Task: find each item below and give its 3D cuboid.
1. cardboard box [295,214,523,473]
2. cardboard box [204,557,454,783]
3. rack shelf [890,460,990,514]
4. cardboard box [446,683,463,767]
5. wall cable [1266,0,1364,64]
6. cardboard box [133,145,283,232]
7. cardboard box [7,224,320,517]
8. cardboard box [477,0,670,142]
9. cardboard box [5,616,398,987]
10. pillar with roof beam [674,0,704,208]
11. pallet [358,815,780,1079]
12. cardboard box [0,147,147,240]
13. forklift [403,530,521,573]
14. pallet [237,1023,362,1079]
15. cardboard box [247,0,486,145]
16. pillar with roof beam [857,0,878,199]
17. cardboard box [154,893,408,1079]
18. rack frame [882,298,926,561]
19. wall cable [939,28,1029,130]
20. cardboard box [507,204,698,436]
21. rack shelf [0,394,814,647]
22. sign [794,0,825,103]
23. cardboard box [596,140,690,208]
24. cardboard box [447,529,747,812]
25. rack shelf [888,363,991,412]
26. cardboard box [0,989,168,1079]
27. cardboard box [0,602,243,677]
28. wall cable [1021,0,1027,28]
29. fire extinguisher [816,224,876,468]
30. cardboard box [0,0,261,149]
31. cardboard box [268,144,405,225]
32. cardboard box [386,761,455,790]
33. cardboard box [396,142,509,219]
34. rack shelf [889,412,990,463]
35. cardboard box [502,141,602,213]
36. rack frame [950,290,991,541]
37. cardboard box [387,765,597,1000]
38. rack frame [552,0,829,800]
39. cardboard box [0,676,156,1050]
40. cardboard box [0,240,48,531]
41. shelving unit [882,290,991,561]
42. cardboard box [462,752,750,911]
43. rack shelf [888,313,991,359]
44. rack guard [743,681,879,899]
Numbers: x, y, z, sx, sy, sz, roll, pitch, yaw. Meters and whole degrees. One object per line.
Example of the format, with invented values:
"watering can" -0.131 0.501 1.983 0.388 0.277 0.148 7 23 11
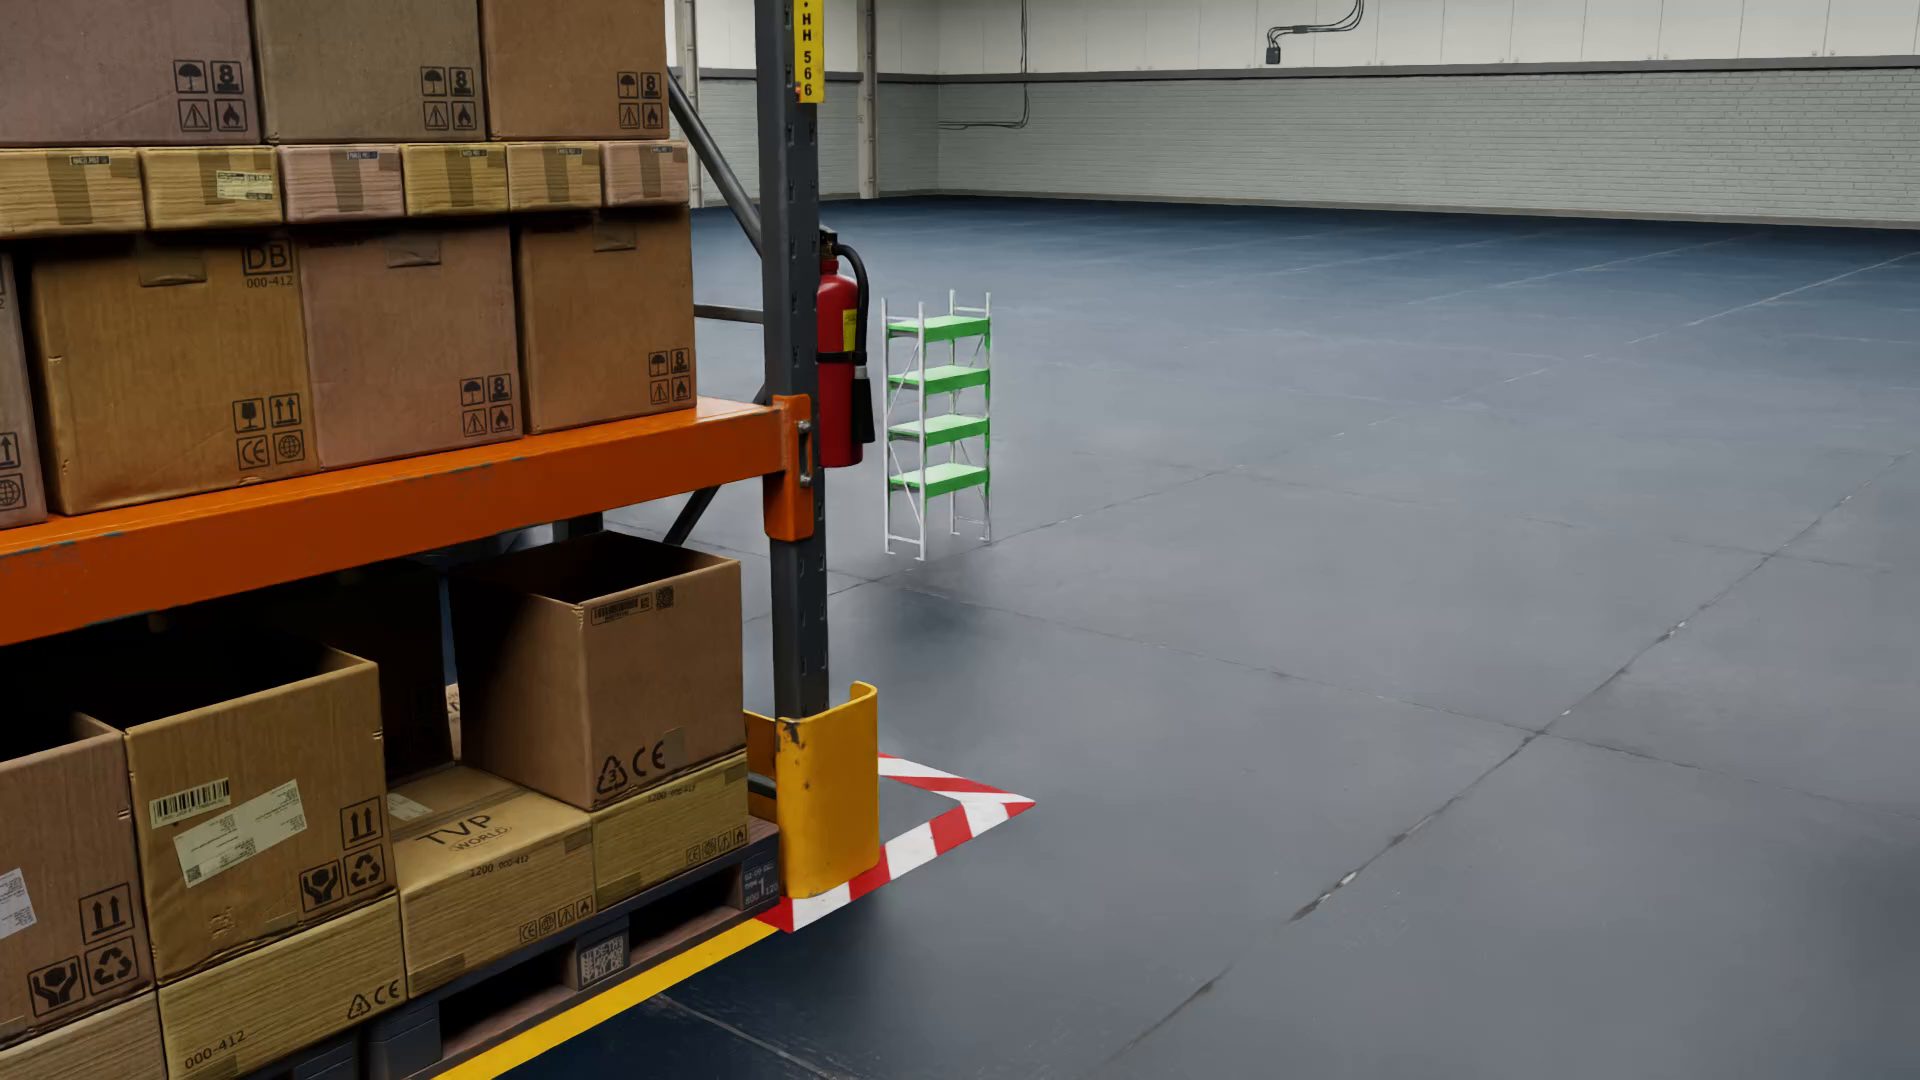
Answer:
"cardboard box" -1.405 -0.478 3.708 0.700 0.500 0.500 12 18 39
"cardboard box" -1.598 0.312 4.011 0.500 0.500 0.500 11 18 38
"rack shelf" -0.104 -0.255 7.925 0.258 0.148 0.480 11 18 38
"cardboard box" -1.285 0.579 4.481 0.500 0.250 0.500 11 18 38
"wall cable" 7.922 -13.647 36.661 2.305 6.003 0.169 11 18 38
"cardboard box" -1.515 -0.681 3.189 0.380 0.149 0.250 12 19 39
"cardboard box" -1.721 -0.383 3.337 0.700 0.500 0.500 11 18 38
"cardboard box" -1.111 -1.198 3.907 0.700 0.500 0.500 11 18 38
"cardboard box" -1.498 0.490 3.309 0.500 0.500 0.500 11 18 38
"pillar with roof beam" -2.755 -11.296 34.314 9.100 9.000 0.400 11 18 38
"pallet" -1.223 0.886 4.204 1.003 0.211 1.213 11 18 38
"cardboard box" -1.679 -0.630 2.990 0.380 0.149 0.250 12 18 39
"forklift" -3.619 -1.349 7.481 3.031 2.935 1.130 -1 14 -4
"pallet" -1.990 1.119 3.289 1.003 0.211 1.213 11 18 38
"cardboard box" -1.438 -1.096 3.507 0.700 0.500 0.500 11 18 36
"pillar with roof beam" 1.016 -12.445 38.837 9.100 9.000 0.400 11 18 38
"cardboard box" -1.500 0.853 3.403 0.500 0.250 0.500 11 18 38
"rack frame" -0.257 -0.503 7.666 0.240 1.200 0.015 11 18 38
"wall cable" 0.548 -11.966 43.257 3.097 2.526 0.112 11 18 38
"cardboard box" -1.078 -0.579 4.107 0.700 0.500 0.500 11 18 38
"rack shelf" -2.032 0.114 3.044 1.077 0.370 4.000 11 18 38
"sign" -0.362 -1.207 3.950 0.100 0.325 0.005 11 18 38
"cardboard box" -0.867 -0.878 3.967 0.380 0.149 0.250 11 18 37
"cardboard box" -0.880 0.297 4.072 0.500 0.500 0.500 11 18 38
"rack shelf" -0.104 -0.721 7.807 0.258 0.148 0.480 11 18 38
"cardboard box" -1.816 0.949 3.028 0.500 0.250 0.500 11 18 38
"cardboard box" -1.902 0.410 3.626 0.500 0.500 0.500 11 18 38
"wall cable" 2.652 -13.995 40.987 3.097 2.526 0.112 11 18 38
"fire extinguisher" -0.339 -0.531 4.279 0.296 0.674 0.183 11 18 38
"cardboard box" -1.754 -0.999 3.127 0.700 0.500 0.500 11 18 38
"cardboard box" -1.351 -0.731 3.387 0.380 0.149 0.250 12 18 38
"cardboard box" -1.596 0.676 4.102 0.500 0.250 0.500 11 18 38
"cardboard box" -1.191 -0.779 3.576 0.380 0.149 0.250 11 18 37
"rack shelf" -0.104 -0.488 7.866 0.258 0.148 0.480 11 18 38
"cardboard box" -1.030 -0.828 3.769 0.380 0.149 0.250 12 18 39
"rack frame" 0.049 -0.597 8.034 0.240 1.200 0.015 11 18 38
"cardboard box" -1.187 0.757 3.781 0.500 0.250 0.500 11 18 38
"rack frame" -0.775 -0.618 4.463 1.000 3.000 0.127 11 18 38
"cardboard box" -1.813 0.586 2.933 0.500 0.500 0.500 11 18 38
"cardboard box" -2.049 -0.282 2.938 0.700 0.500 0.500 12 19 39
"shelving unit" -0.104 -0.550 7.850 0.258 1.200 0.503 11 18 38
"cardboard box" -0.882 0.660 4.166 0.500 0.250 0.500 11 18 38
"rack shelf" -0.104 -0.953 7.748 0.258 0.148 0.480 11 18 38
"rack guard" -0.760 0.589 4.789 1.175 0.500 0.348 11 18 38
